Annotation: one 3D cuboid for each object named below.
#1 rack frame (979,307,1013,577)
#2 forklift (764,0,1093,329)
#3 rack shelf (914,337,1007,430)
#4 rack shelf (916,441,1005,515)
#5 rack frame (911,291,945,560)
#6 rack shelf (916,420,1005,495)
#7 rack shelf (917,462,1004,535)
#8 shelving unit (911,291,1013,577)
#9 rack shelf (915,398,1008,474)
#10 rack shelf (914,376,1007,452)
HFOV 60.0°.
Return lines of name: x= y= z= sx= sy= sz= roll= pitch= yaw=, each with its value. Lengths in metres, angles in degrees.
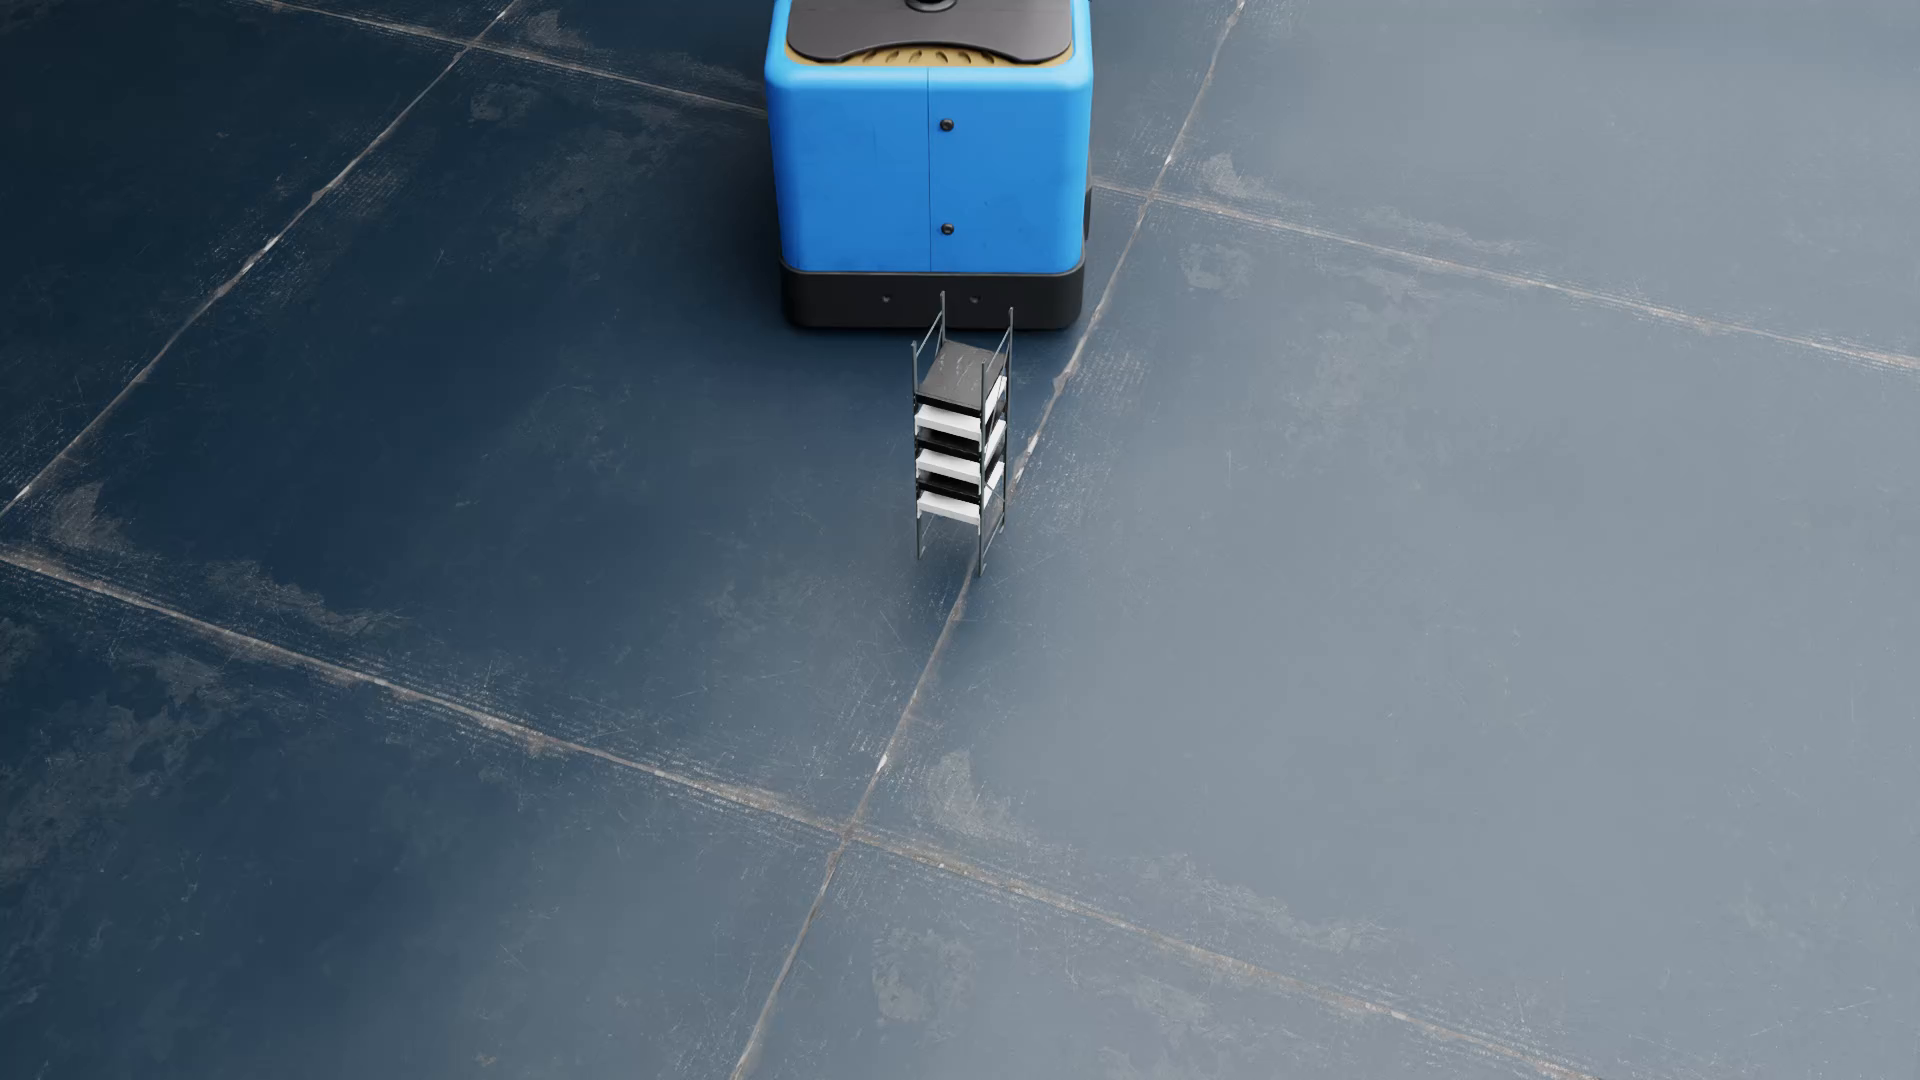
rack frame: x=0.103 y=-0.266 z=4.885 sx=0.006 sy=0.900 sz=0.240 roll=16 pitch=51 yaw=13
forklift: x=-0.077 y=-2.796 z=5.734 sx=1.130 sy=2.935 sz=3.031 roll=1 pitch=49 yaw=1
rack shelf: x=0.008 y=-0.448 z=4.729 sx=0.200 sy=0.077 sz=0.258 roll=16 pitch=51 yaw=13
rack shelf: x=0.008 y=-0.212 z=5.001 sx=0.200 sy=0.077 sz=0.258 roll=16 pitch=51 yaw=13
rack frame: x=-0.088 y=-0.319 z=4.931 sx=0.006 sy=0.900 sz=0.240 roll=16 pitch=51 yaw=13
rack shelf: x=0.008 y=-0.271 z=4.933 sx=0.200 sy=0.077 sz=0.258 roll=16 pitch=51 yaw=13
rack shelf: x=0.008 y=-0.153 z=5.069 sx=0.200 sy=0.077 sz=0.258 roll=16 pitch=51 yaw=13
shelving unit: x=0.008 y=-0.293 z=4.908 sx=0.210 sy=0.900 sz=0.258 roll=16 pitch=51 yaw=13
rack shelf: x=0.008 y=-0.330 z=4.865 sx=0.200 sy=0.077 sz=0.258 roll=16 pitch=51 yaw=13
rack shelf: x=0.008 y=-0.389 z=4.797 sx=0.200 sy=0.077 sz=0.258 roll=16 pitch=51 yaw=13
